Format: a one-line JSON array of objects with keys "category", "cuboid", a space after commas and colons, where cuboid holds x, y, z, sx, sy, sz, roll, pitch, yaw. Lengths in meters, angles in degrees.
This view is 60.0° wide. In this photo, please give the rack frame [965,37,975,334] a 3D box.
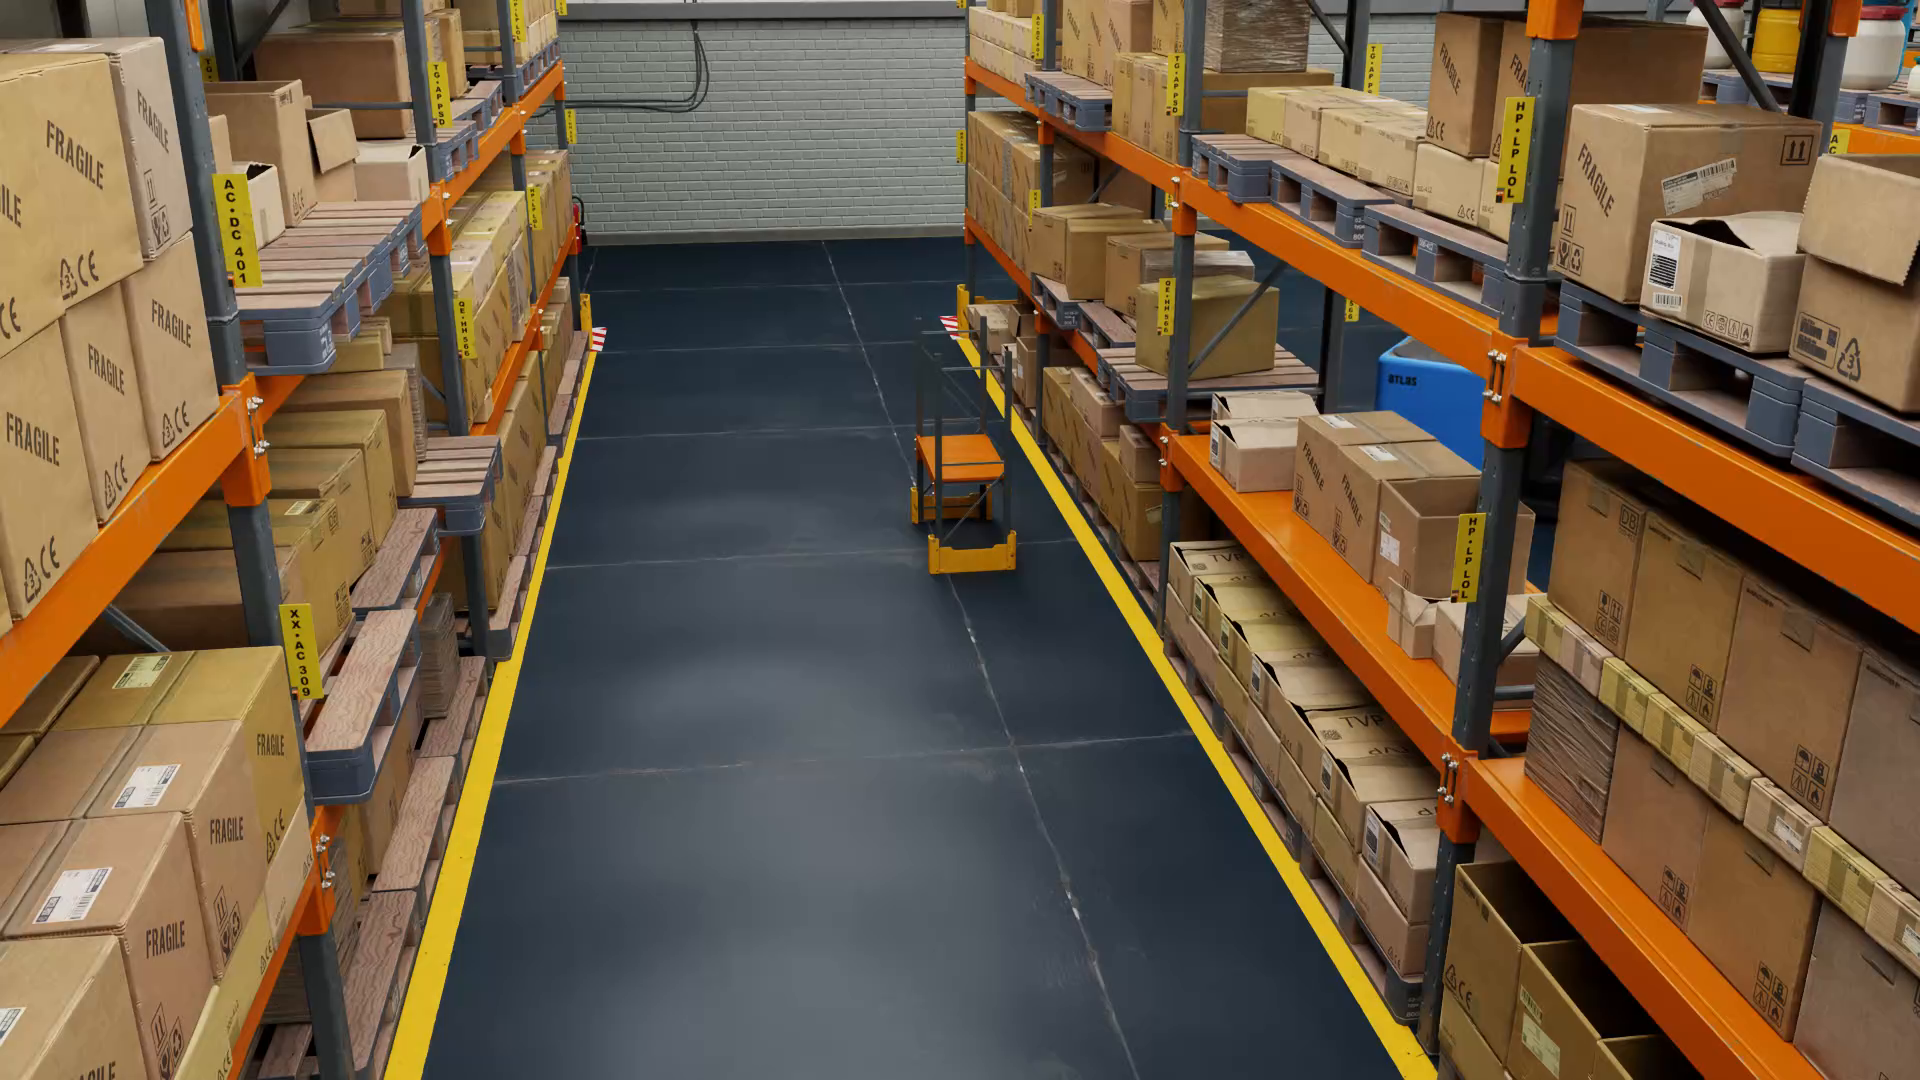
[{"category": "rack frame", "cuboid": [0.555, -3.617, 17.112, 1.000, 3.000, 0.127, -3, 21, -8]}]

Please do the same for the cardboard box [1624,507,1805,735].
[{"category": "cardboard box", "cuboid": [2.430, 0.212, 4.865, 0.700, 0.500, 0.500, -3, 21, -8]}]

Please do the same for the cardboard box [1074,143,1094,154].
[{"category": "cardboard box", "cuboid": [1.268, -3.103, 14.164, 0.500, 0.500, 0.500, -4, 21, -9]}]

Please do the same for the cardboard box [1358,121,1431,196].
[{"category": "cardboard box", "cuboid": [2.070, -1.658, 7.196, 0.500, 0.250, 0.500, -5, 21, -12]}]

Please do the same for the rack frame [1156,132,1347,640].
[{"category": "rack frame", "cuboid": [1.709, -0.847, 9.696, 1.000, 3.000, 0.127, -3, 21, -8]}]

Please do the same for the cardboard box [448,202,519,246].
[{"category": "cardboard box", "cuboid": [-3.385, -2.201, 11.654, 0.500, 0.250, 0.500, -2, 21, -7]}]

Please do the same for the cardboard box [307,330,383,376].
[{"category": "cardboard box", "cuboid": [-3.052, -0.924, 8.203, 0.380, 0.149, 0.250, -6, 21, -17]}]

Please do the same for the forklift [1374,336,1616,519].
[{"category": "forklift", "cuboid": [4.625, -1.615, 11.852, 3.031, 2.935, 1.130, 12, 23, 28]}]

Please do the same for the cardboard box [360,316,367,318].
[{"category": "cardboard box", "cuboid": [-3.515, -1.286, 9.205, 0.500, 0.250, 0.500, -2, 21, -6]}]

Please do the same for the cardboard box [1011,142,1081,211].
[{"category": "cardboard box", "cuboid": [0.726, -3.086, 14.120, 0.500, 0.500, 0.500, -3, 21, -9]}]

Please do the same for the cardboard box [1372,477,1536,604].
[{"category": "cardboard box", "cuboid": [2.115, 0.042, 7.173, 0.500, 0.500, 0.500, -1, 21, -4]}]

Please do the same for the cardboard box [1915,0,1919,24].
[{"category": "cardboard box", "cuboid": [10.487, -5.633, 17.338, 0.700, 0.500, 0.500, -4, 21, -11]}]

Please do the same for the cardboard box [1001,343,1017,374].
[{"category": "cardboard box", "cuboid": [0.661, -1.621, 14.982, 0.500, 0.311, 0.500, -3, 21, -8]}]

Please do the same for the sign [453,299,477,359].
[{"category": "sign", "cuboid": [-2.657, -1.131, 8.917, 0.100, 0.325, 0.005, -3, 21, -8]}]

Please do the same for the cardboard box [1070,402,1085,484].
[{"category": "cardboard box", "cuboid": [1.113, -0.729, 12.326, 0.500, 0.500, 0.500, -3, 21, -7]}]

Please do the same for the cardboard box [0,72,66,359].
[{"category": "cardboard box", "cuboid": [-2.101, -0.611, 3.177, 0.500, 0.500, 0.500, -4, 21, -10]}]

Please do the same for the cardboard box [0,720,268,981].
[{"category": "cardboard box", "cuboid": [-2.164, 0.820, 4.349, 0.500, 0.500, 0.500, -3, 21, -8]}]

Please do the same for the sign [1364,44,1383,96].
[{"category": "sign", "cuboid": [2.259, -2.556, 9.134, 0.100, 0.325, 0.005, -3, 21, -8]}]

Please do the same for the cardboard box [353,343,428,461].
[{"category": "cardboard box", "cuboid": [-3.115, -0.686, 8.495, 0.700, 0.500, 0.500, -5, 21, -14]}]

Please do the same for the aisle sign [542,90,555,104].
[{"category": "aisle sign", "cuboid": [-4.059, -4.623, 16.092, 0.394, 0.787, 0.004, -3, 21, -8]}]

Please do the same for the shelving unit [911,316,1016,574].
[{"category": "shelving unit", "cuboid": [0.011, -0.676, 11.383, 0.587, 1.500, 1.083, -3, 21, -8]}]

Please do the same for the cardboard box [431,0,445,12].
[{"category": "cardboard box", "cuboid": [-3.772, -3.679, 11.148, 0.500, 0.250, 0.500, -1, 21, -4]}]

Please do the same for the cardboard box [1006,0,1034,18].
[{"category": "cardboard box", "cuboid": [0.792, -4.837, 14.521, 0.700, 0.500, 0.500, -3, 21, -8]}]

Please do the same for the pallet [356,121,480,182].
[{"category": "pallet", "cuboid": [-3.338, -2.132, 9.121, 1.213, 0.211, 1.003, -2, 21, -5]}]

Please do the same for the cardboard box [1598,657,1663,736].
[{"category": "cardboard box", "cuboid": [2.208, 0.467, 5.110, 0.380, 0.149, 0.250, -3, 21, -9]}]

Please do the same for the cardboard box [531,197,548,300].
[{"category": "cardboard box", "cuboid": [-3.831, -2.310, 13.184, 0.980, 0.700, 0.700, -3, 21, -7]}]

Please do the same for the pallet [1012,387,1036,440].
[{"category": "pallet", "cuboid": [1.034, -1.163, 14.529, 1.003, 0.211, 1.213, -3, 21, -8]}]

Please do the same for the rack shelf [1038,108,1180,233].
[{"category": "rack shelf", "cuboid": [1.420, -2.607, 11.151, 1.077, 0.370, 4.000, -3, 21, -8]}]

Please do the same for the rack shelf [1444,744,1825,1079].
[{"category": "rack shelf", "cuboid": [2.574, 1.568, 4.260, 1.077, 0.370, 4.000, -3, 21, -8]}]

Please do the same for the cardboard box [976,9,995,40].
[{"category": "cardboard box", "cuboid": [0.437, -4.821, 15.550, 0.500, 0.250, 0.500, -3, 21, -8]}]

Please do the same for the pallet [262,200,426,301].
[{"category": "pallet", "cuboid": [-2.752, -1.106, 6.371, 1.213, 0.211, 1.003, -3, 21, -8]}]

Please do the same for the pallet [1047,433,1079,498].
[{"category": "pallet", "cuboid": [1.287, -0.645, 13.143, 1.003, 0.211, 1.213, -3, 21, -8]}]

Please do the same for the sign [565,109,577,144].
[{"category": "sign", "cuboid": [-3.807, -4.041, 16.256, 0.100, 0.325, 0.005, -3, 21, -8]}]

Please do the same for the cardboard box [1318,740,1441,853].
[{"category": "cardboard box", "cuboid": [1.862, 1.061, 7.115, 0.500, 0.311, 0.500, -2, 21, -6]}]

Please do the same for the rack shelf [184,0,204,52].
[{"category": "rack shelf", "cuboid": [-2.904, -2.189, 6.316, 1.077, 0.370, 4.000, -3, 21, -8]}]

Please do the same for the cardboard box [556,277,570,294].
[{"category": "cardboard box", "cuboid": [-3.947, -2.422, 15.960, 0.380, 0.149, 0.250, -3, 21, -8]}]

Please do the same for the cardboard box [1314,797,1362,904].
[{"category": "cardboard box", "cuboid": [1.868, 1.325, 7.210, 0.500, 0.250, 0.500, -3, 21, -9]}]

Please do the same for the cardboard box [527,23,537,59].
[{"category": "cardboard box", "cuboid": [-3.667, -3.989, 13.292, 0.500, 0.250, 0.500, -3, 21, -9]}]

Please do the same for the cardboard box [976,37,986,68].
[{"category": "cardboard box", "cuboid": [0.437, -4.587, 15.638, 0.500, 0.250, 0.500, -3, 21, -8]}]

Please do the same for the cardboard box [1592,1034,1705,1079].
[{"category": "cardboard box", "cuboid": [2.187, 1.801, 4.865, 0.500, 0.500, 0.500, -3, 21, -8]}]

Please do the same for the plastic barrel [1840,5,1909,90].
[{"category": "plastic barrel", "cuboid": [6.206, -3.367, 11.362, 0.433, 0.535, 0.433, 0, 20, 0]}]

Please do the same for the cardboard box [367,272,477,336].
[{"category": "cardboard box", "cuboid": [-3.007, -1.323, 9.302, 0.500, 0.250, 0.500, -2, 21, -6]}]

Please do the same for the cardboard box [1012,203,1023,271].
[{"category": "cardboard box", "cuboid": [0.730, -2.617, 14.293, 0.500, 0.500, 0.500, -2, 21, -6]}]

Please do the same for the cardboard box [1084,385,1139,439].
[{"category": "cardboard box", "cuboid": [1.178, -0.918, 11.760, 0.500, 0.250, 0.500, -3, 21, -9]}]

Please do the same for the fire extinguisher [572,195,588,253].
[{"category": "fire extinguisher", "cuboid": [-3.911, -3.230, 16.720, 0.296, 0.674, 0.183, -3, 21, -8]}]

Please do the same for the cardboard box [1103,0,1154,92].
[{"category": "cardboard box", "cuboid": [1.327, -3.287, 11.058, 0.600, 0.600, 0.600, -4, 21, -10]}]

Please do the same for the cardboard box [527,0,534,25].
[{"category": "cardboard box", "cuboid": [-3.675, -4.349, 13.185, 0.500, 0.500, 0.500, -3, 21, -9]}]

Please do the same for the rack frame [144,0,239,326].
[{"category": "rack frame", "cuboid": [-2.616, -2.021, 4.266, 1.000, 3.000, 0.127, -3, 21, -8]}]

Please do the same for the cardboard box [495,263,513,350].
[{"category": "cardboard box", "cuboid": [-3.229, -1.506, 10.864, 0.500, 0.500, 0.500, -2, 21, -6]}]

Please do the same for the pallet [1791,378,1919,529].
[{"category": "pallet", "cuboid": [2.606, -0.110, 3.563, 1.003, 0.211, 1.213, -3, 21, -8]}]

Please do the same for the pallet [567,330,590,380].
[{"category": "pallet", "cuboid": [-4.153, -1.786, 16.197, 1.003, 0.211, 1.213, -3, 21, -8]}]
